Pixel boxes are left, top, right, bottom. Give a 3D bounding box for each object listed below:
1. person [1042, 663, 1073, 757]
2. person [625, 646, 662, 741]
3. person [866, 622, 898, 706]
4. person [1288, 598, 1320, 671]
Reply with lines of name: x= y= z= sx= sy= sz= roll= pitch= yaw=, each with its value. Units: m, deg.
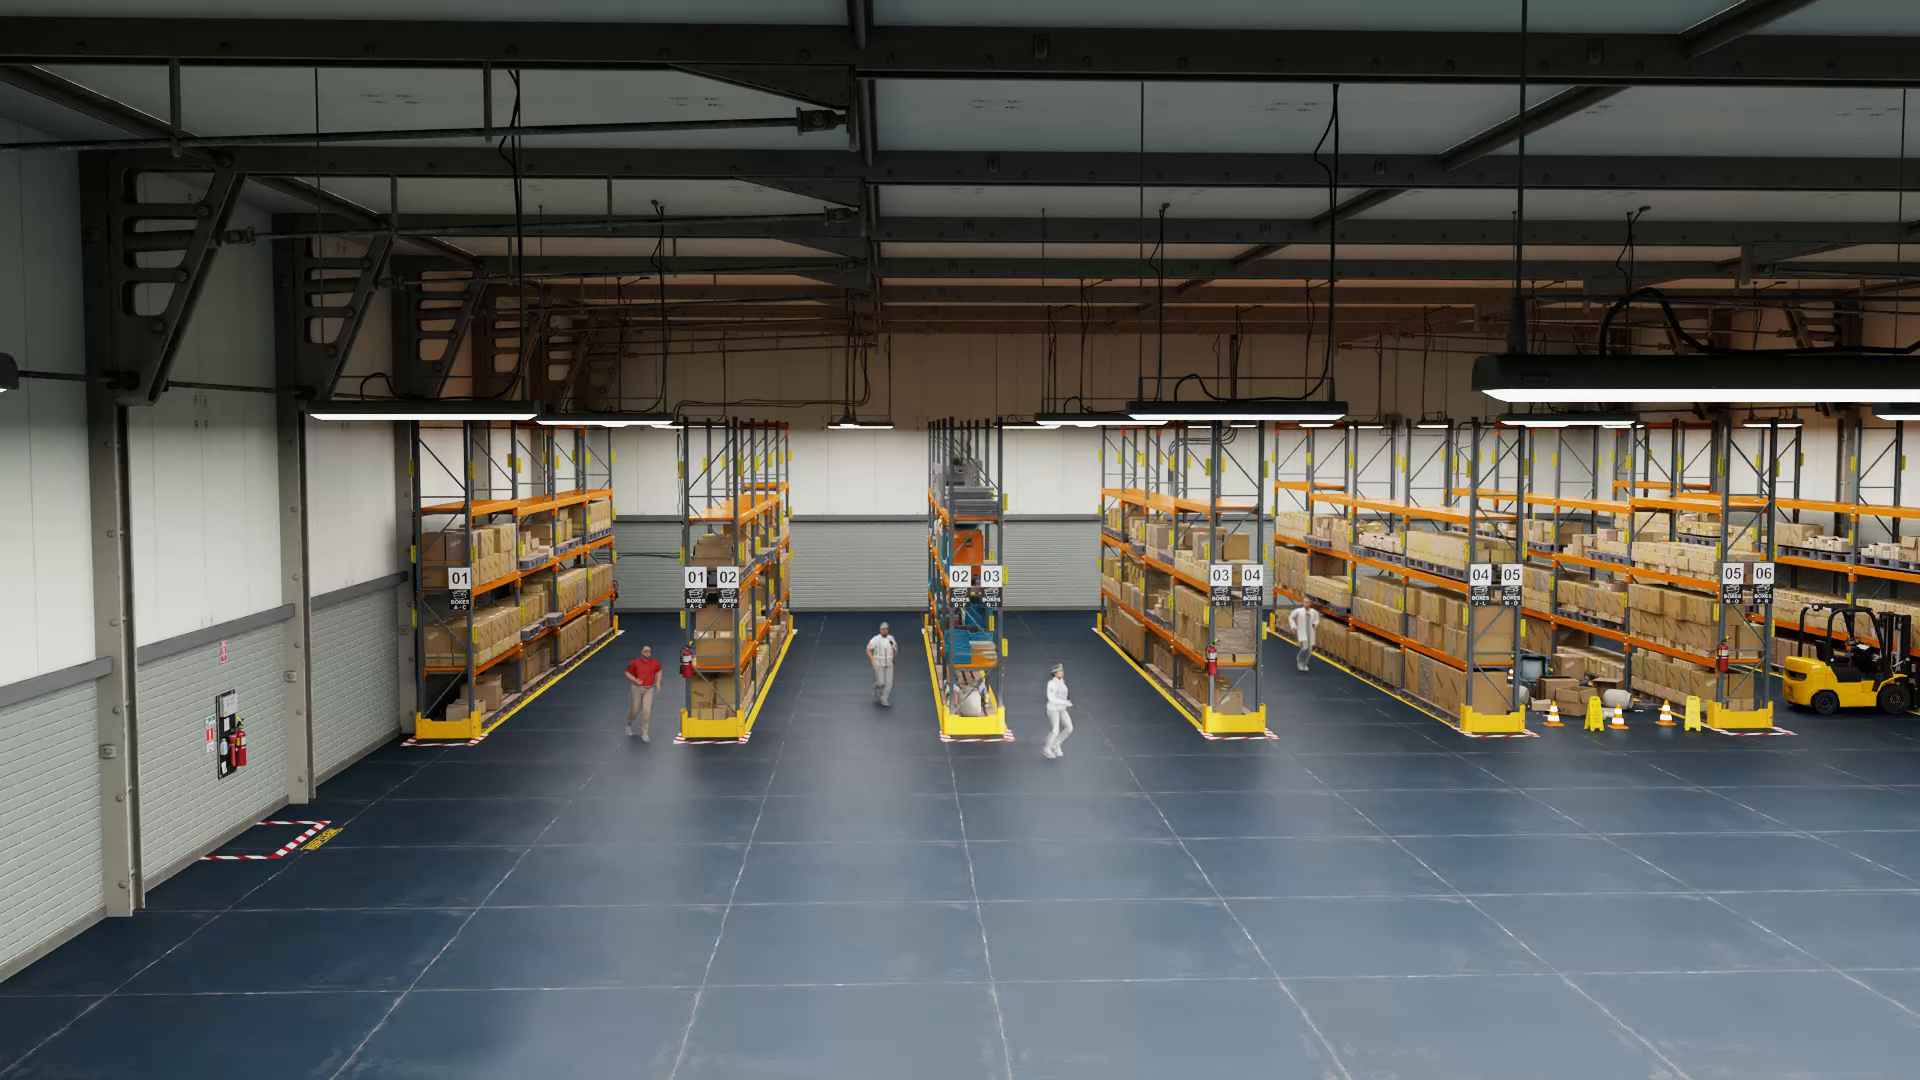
person: x=1.746 y=2.985 z=29.121 sx=0.632 sy=1.677 sz=0.639 roll=3 pitch=5 yaw=37
person: x=-5.886 y=2.828 z=31.024 sx=0.705 sy=1.720 sz=0.894 roll=-1 pitch=4 yaw=-21
person: x=-1.602 y=2.581 z=34.817 sx=0.679 sy=1.736 sz=0.597 roll=-1 pitch=4 yaw=-20
person: x=8.241 y=2.255 z=39.593 sx=0.685 sy=1.747 sz=0.713 roll=-1 pitch=4 yaw=-8
